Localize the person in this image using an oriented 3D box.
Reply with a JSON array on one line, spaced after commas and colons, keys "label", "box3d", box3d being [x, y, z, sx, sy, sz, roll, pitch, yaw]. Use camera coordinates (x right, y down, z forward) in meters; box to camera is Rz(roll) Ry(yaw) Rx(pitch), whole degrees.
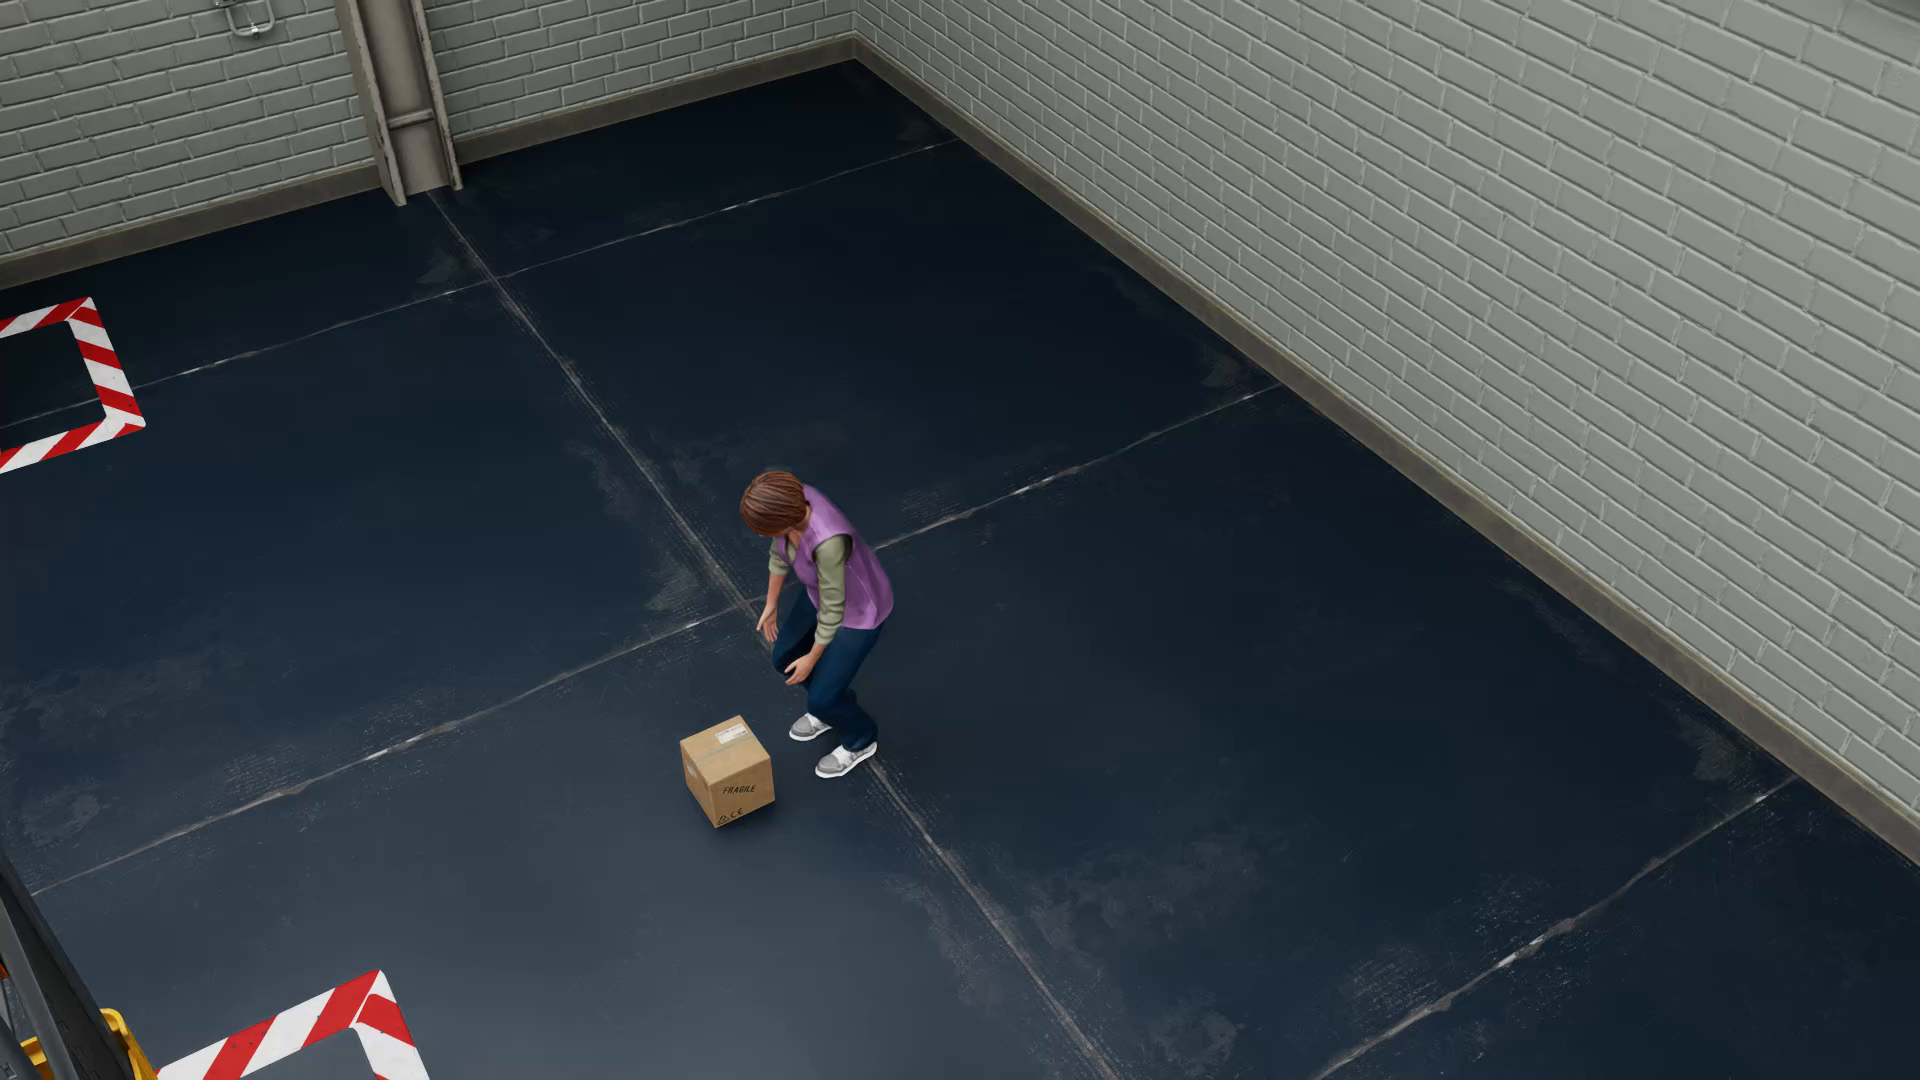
[{"label": "person", "box3d": [-0.489, 0.283, 5.969, 0.540, 1.444, 0.454, -22, 46, -23]}]
